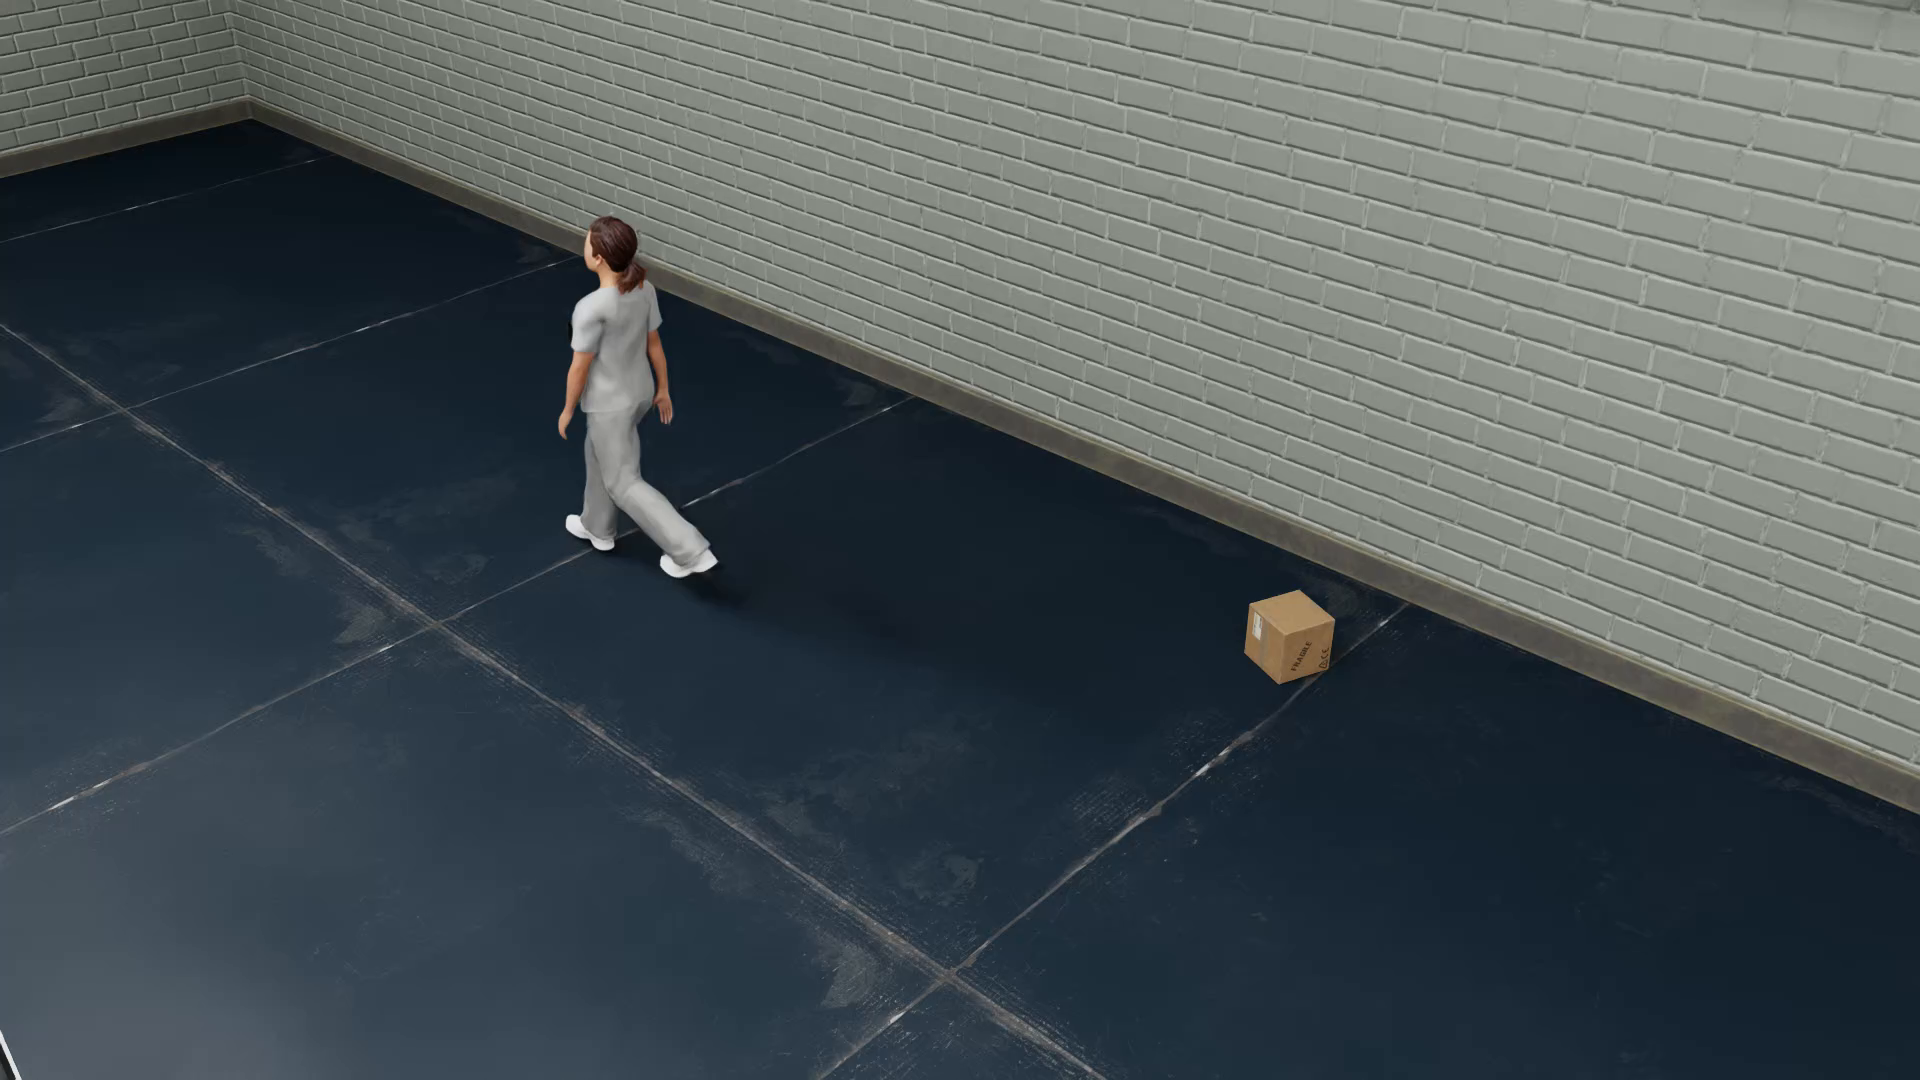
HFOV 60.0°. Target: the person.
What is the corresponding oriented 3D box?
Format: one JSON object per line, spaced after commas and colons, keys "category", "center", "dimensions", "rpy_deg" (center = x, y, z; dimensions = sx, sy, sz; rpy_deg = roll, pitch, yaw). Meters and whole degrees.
{"category": "person", "center": [-1.455, -0.585, 7.097], "dimensions": [0.962, 1.622, 0.455], "rpy_deg": [16, 35, 25]}
